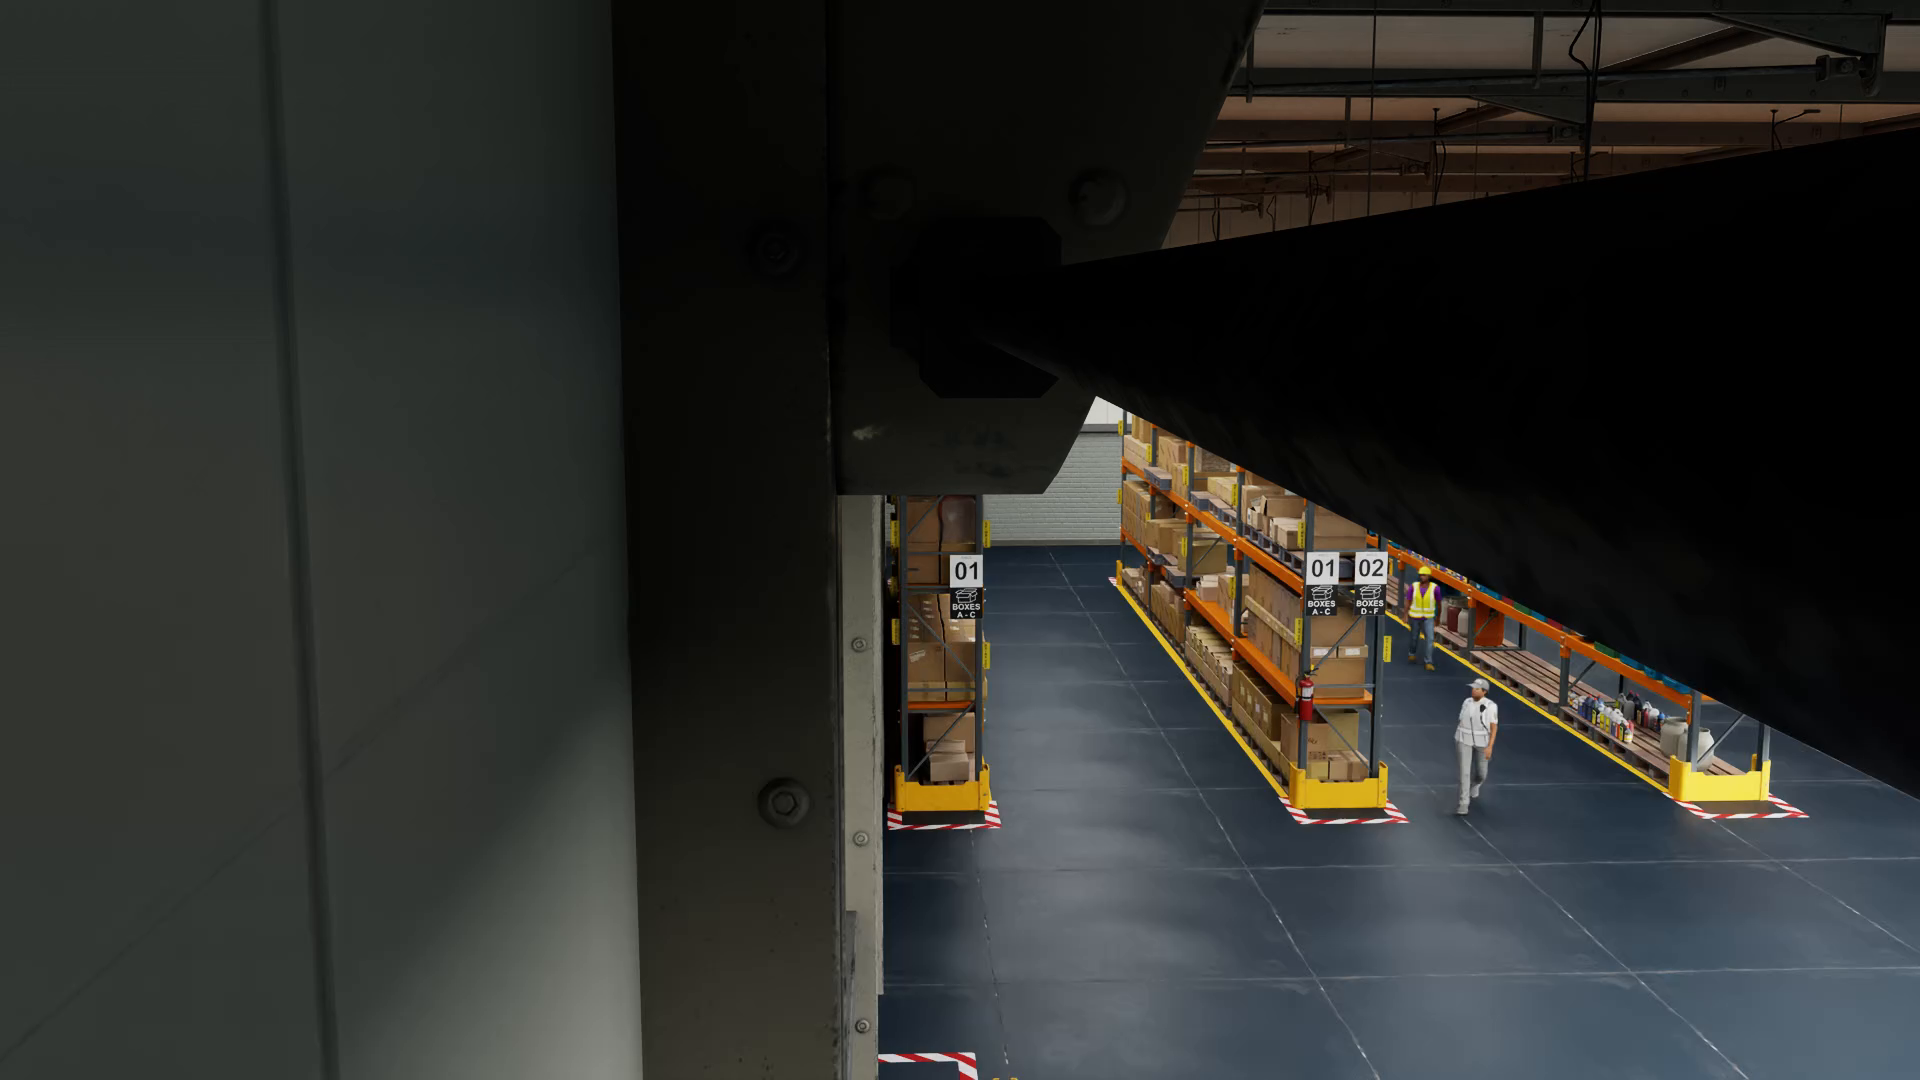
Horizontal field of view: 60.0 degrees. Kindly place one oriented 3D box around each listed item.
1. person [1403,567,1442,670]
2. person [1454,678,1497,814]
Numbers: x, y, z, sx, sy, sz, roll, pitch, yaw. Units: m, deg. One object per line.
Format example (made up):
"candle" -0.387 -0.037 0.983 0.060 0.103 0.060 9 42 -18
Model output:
"person" 7.868 1.313 28.301 0.671 1.730 0.986 1 8 3
"person" 6.359 2.506 20.576 0.483 1.621 0.878 1 8 7
